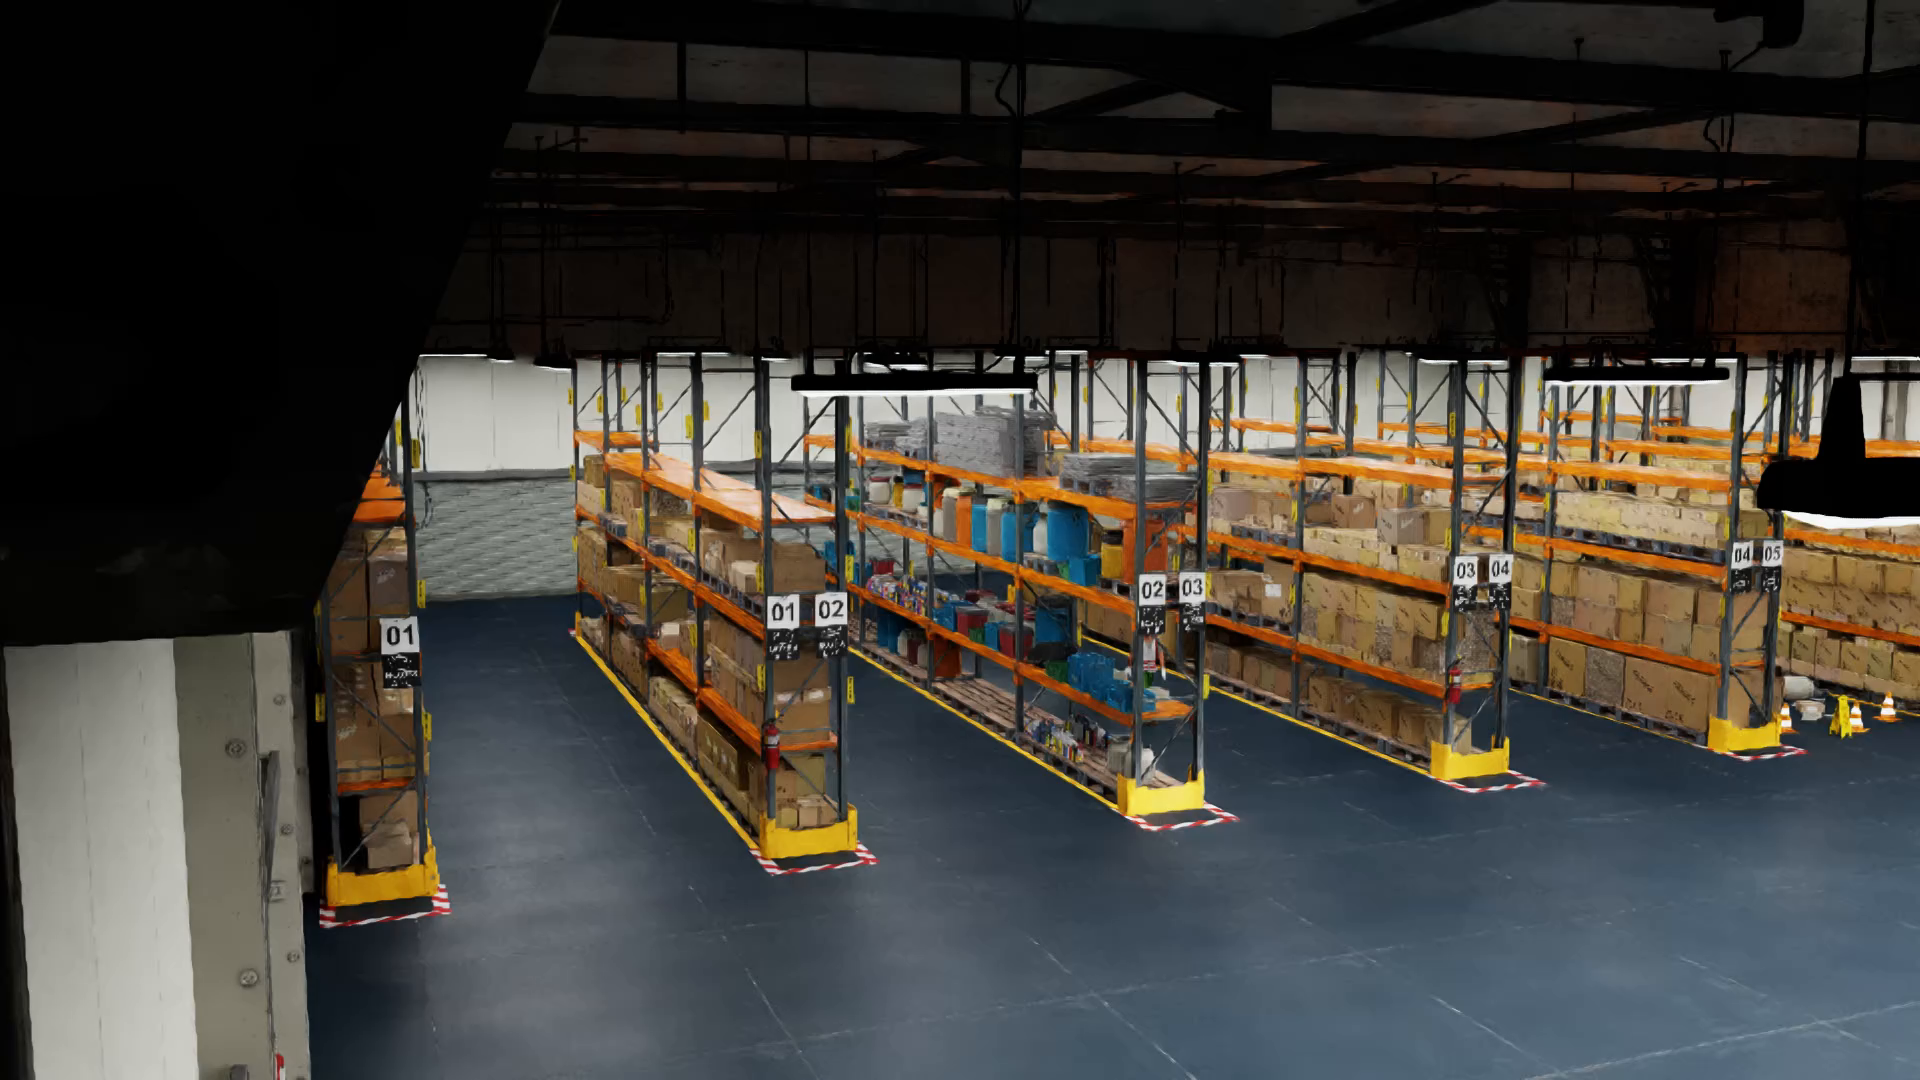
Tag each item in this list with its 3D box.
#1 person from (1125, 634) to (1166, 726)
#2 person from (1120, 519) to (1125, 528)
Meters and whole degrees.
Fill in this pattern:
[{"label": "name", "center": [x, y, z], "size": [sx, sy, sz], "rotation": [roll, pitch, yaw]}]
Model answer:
[{"label": "person", "center": [3.048, 2.111, 27.062], "size": [0.567, 1.736, 1.044], "rotation": [-3, 8, -22]}, {"label": "person", "center": [4.057, 0.282, 42.064], "size": [0.677, 1.674, 0.534], "rotation": [-3, 8, -23]}]
